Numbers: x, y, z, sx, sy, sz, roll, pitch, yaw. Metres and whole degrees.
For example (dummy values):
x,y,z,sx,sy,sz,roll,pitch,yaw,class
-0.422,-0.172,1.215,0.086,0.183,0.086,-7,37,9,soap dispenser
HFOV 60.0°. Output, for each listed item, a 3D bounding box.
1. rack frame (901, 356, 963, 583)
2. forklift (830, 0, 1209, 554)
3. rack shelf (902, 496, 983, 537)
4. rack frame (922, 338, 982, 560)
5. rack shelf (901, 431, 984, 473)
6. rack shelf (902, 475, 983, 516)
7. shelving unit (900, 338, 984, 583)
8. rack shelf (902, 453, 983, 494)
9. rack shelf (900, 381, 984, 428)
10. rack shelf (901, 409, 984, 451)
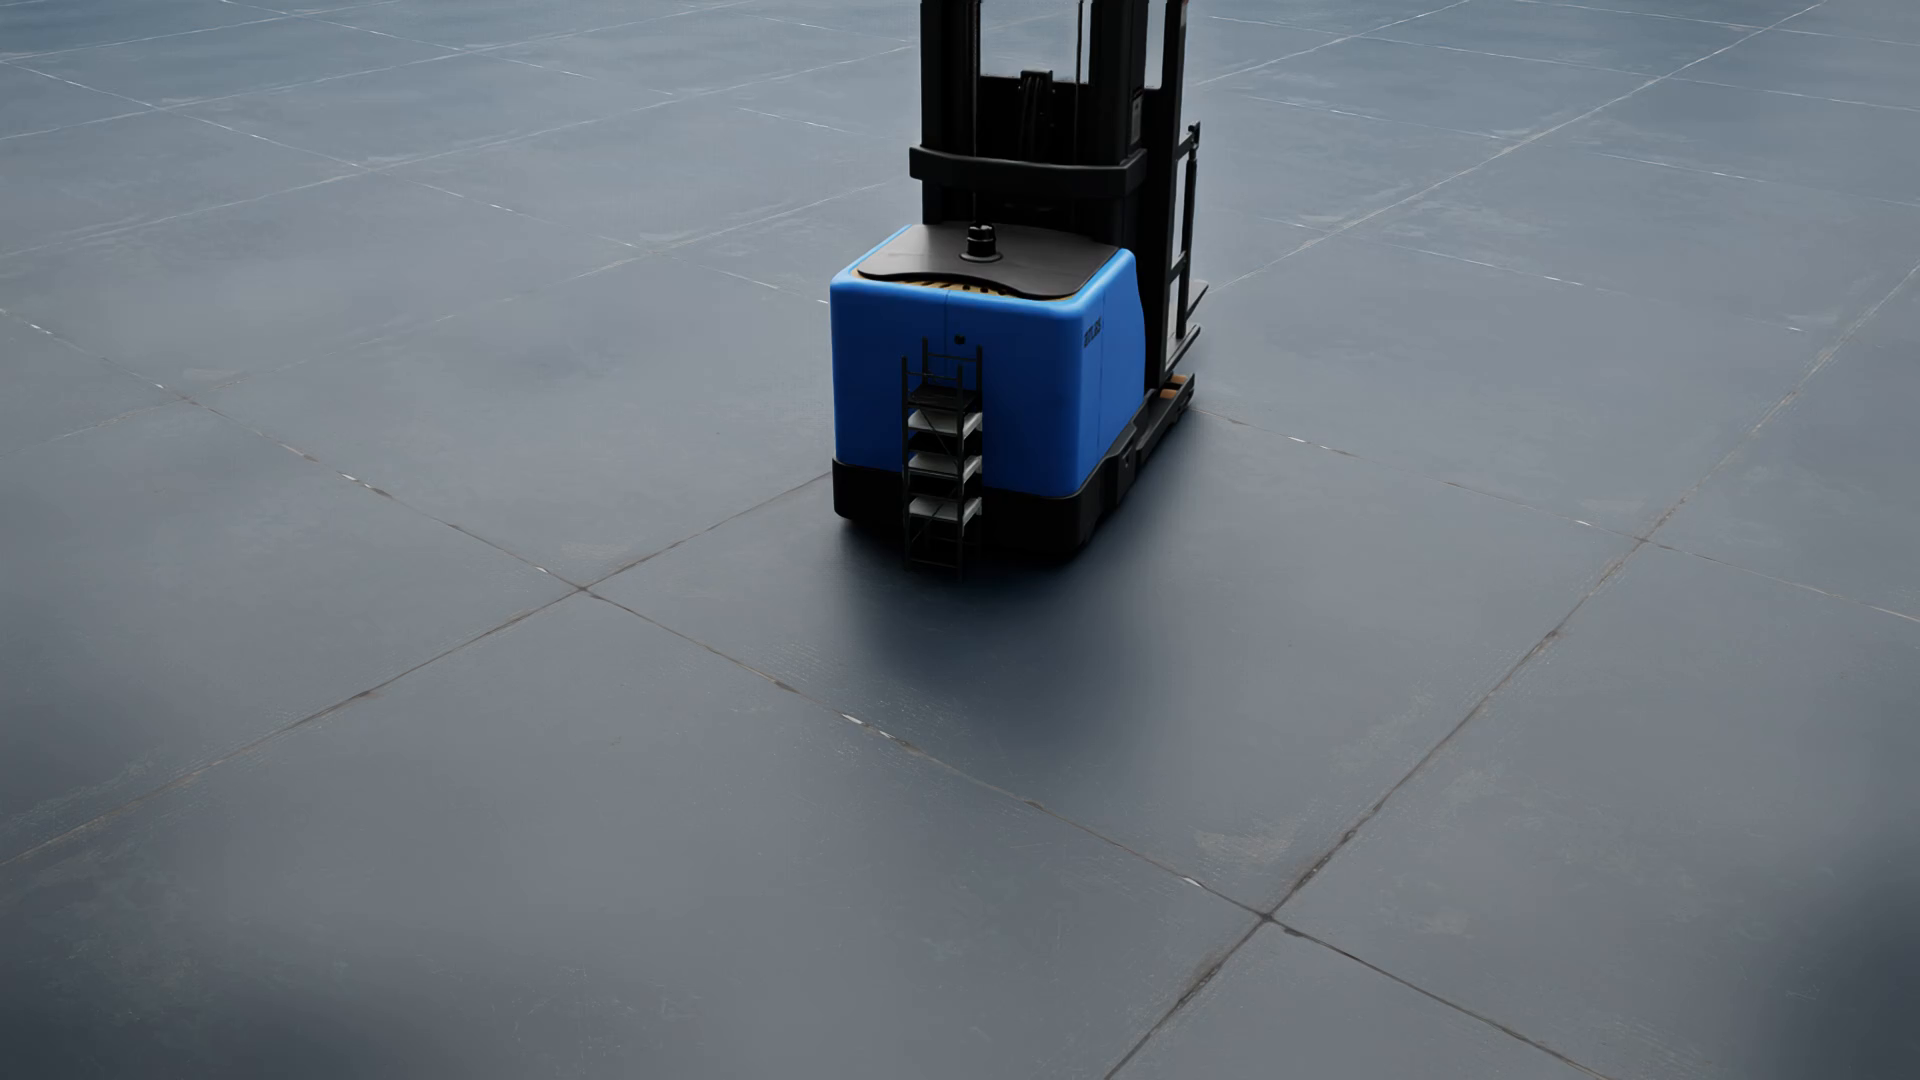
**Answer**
x,y,z,sx,sy,sz,roll,pitch,yaw,class
-0.102,-0.255,6.264,0.240,0.900,0.006,10,29,18,rack frame
0.481,-1.905,7.242,1.130,2.935,3.031,10,29,18,forklift
-0.066,-0.109,6.446,0.258,0.077,0.200,10,29,18,rack shelf
-0.030,-0.342,6.433,0.240,0.900,0.006,10,29,18,rack frame
-0.066,-0.349,6.322,0.258,0.077,0.200,10,29,18,rack shelf
-0.066,-0.189,6.405,0.258,0.077,0.200,10,29,18,rack shelf
-0.066,-0.299,6.348,0.258,0.900,0.210,10,29,18,shelving unit
-0.066,-0.269,6.364,0.258,0.077,0.200,10,29,18,rack shelf
-0.066,-0.509,6.239,0.258,0.077,0.200,10,29,18,rack shelf
-0.066,-0.429,6.281,0.258,0.077,0.200,10,29,18,rack shelf
